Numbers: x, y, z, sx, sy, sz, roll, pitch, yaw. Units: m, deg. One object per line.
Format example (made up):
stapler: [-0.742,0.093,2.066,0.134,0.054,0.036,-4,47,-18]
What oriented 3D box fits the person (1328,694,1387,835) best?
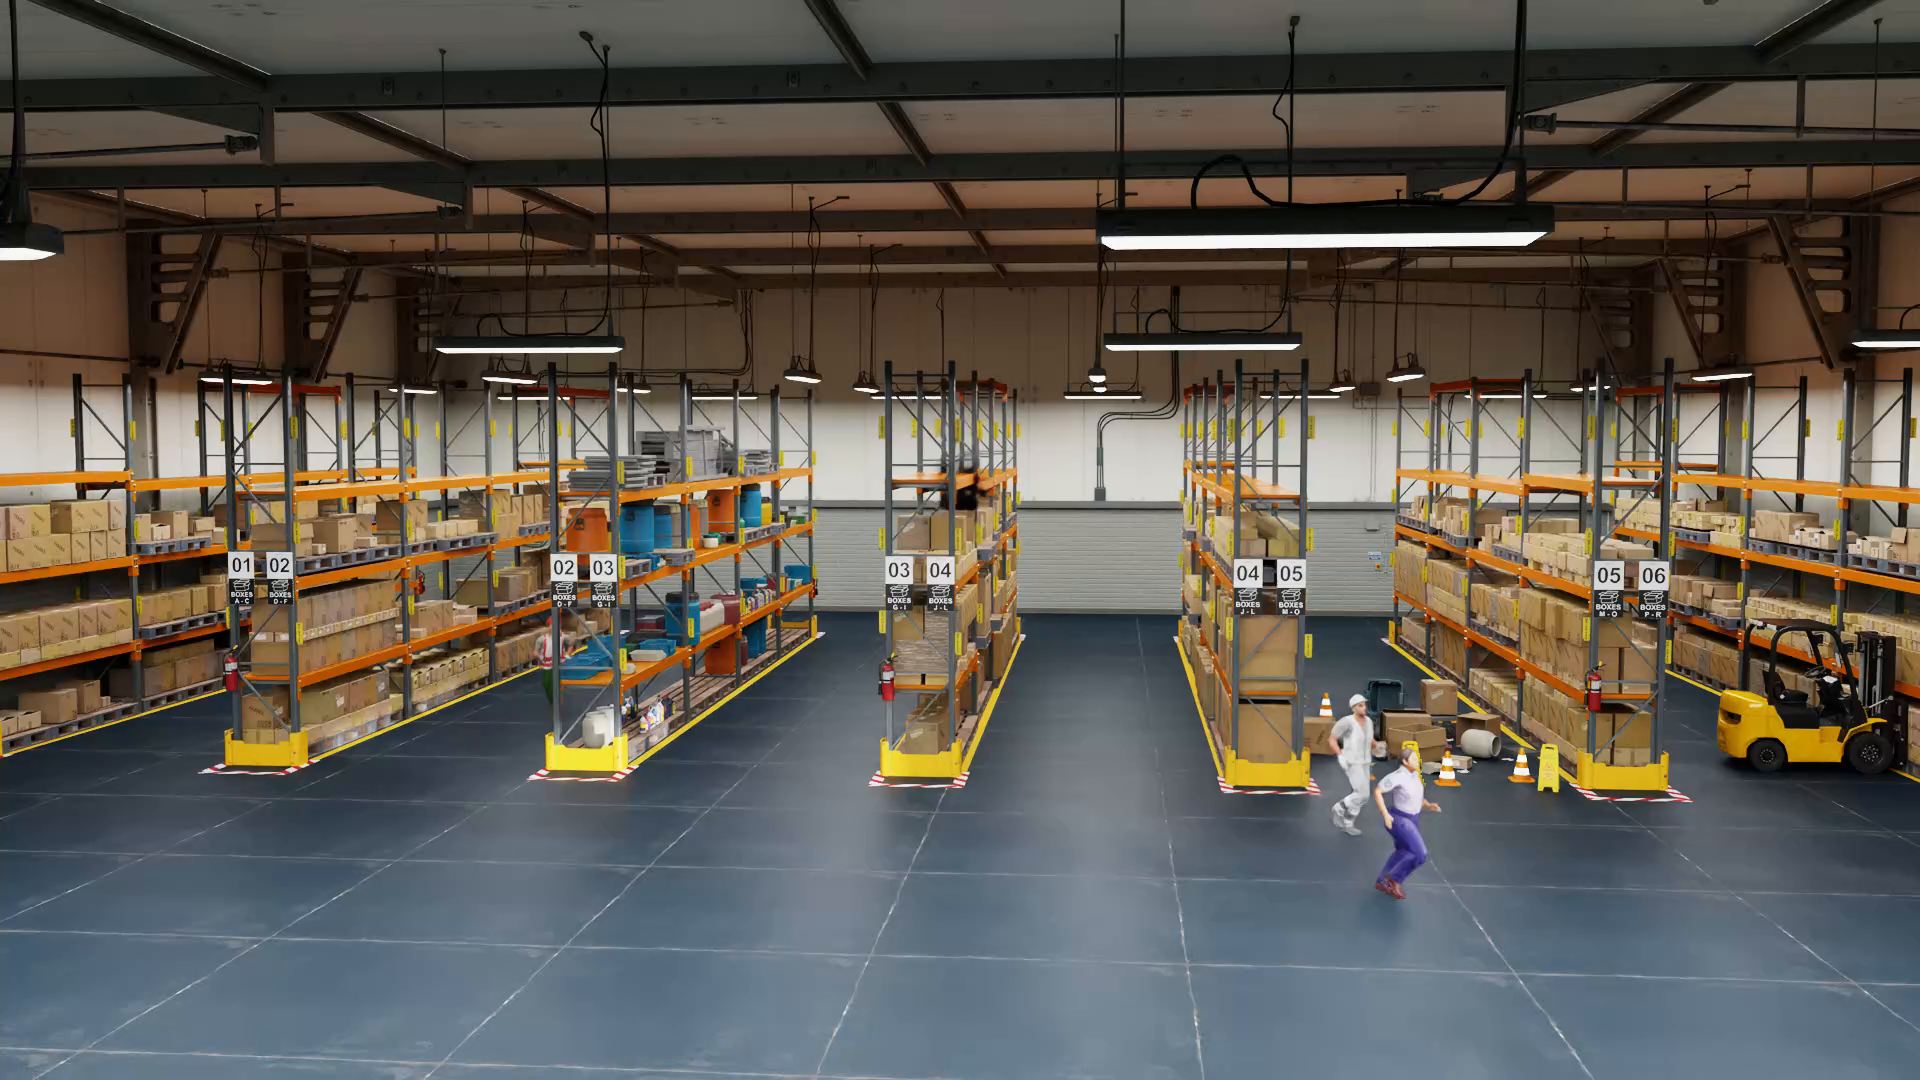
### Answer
person: [4.940,2.777,20.542,0.637,1.749,0.607,-3,5,-35]

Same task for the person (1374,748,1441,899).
person: [4.762,3.019,17.728,0.714,1.613,0.576,3,5,37]

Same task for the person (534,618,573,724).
person: [-6.966,2.216,28.507,0.654,1.776,0.985,-1,4,-11]
